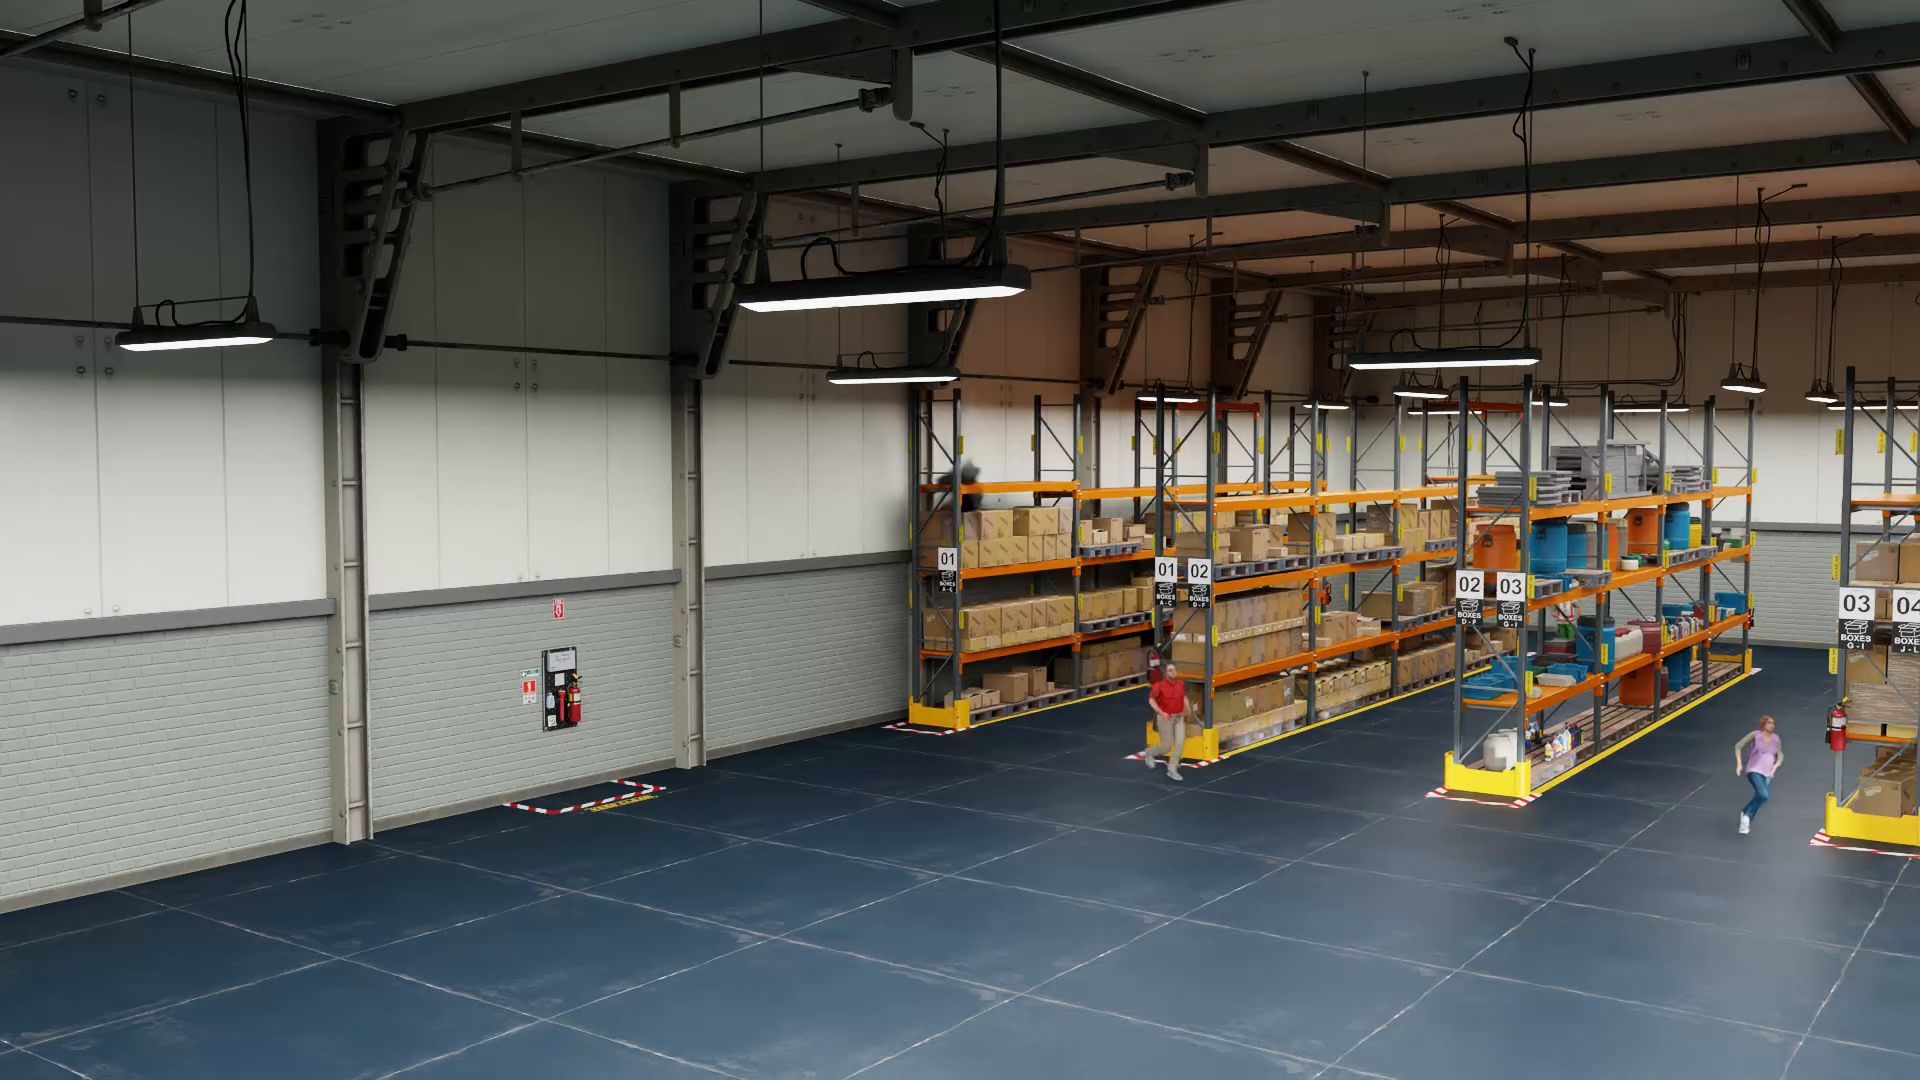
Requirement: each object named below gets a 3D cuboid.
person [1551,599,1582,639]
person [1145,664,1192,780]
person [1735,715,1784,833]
[{"bbox_3d":[14.027,1.929,38.503,0.674,1.708,0.592,1,4,25],"label":"person"},{"bbox_3d":[3.127,2.694,24.865,0.662,1.709,0.685,-2,4,-26],"label":"person"},{"bbox_3d":[10.282,3.012,21.302,0.542,1.536,0.547,0,3,0],"label":"person"}]
